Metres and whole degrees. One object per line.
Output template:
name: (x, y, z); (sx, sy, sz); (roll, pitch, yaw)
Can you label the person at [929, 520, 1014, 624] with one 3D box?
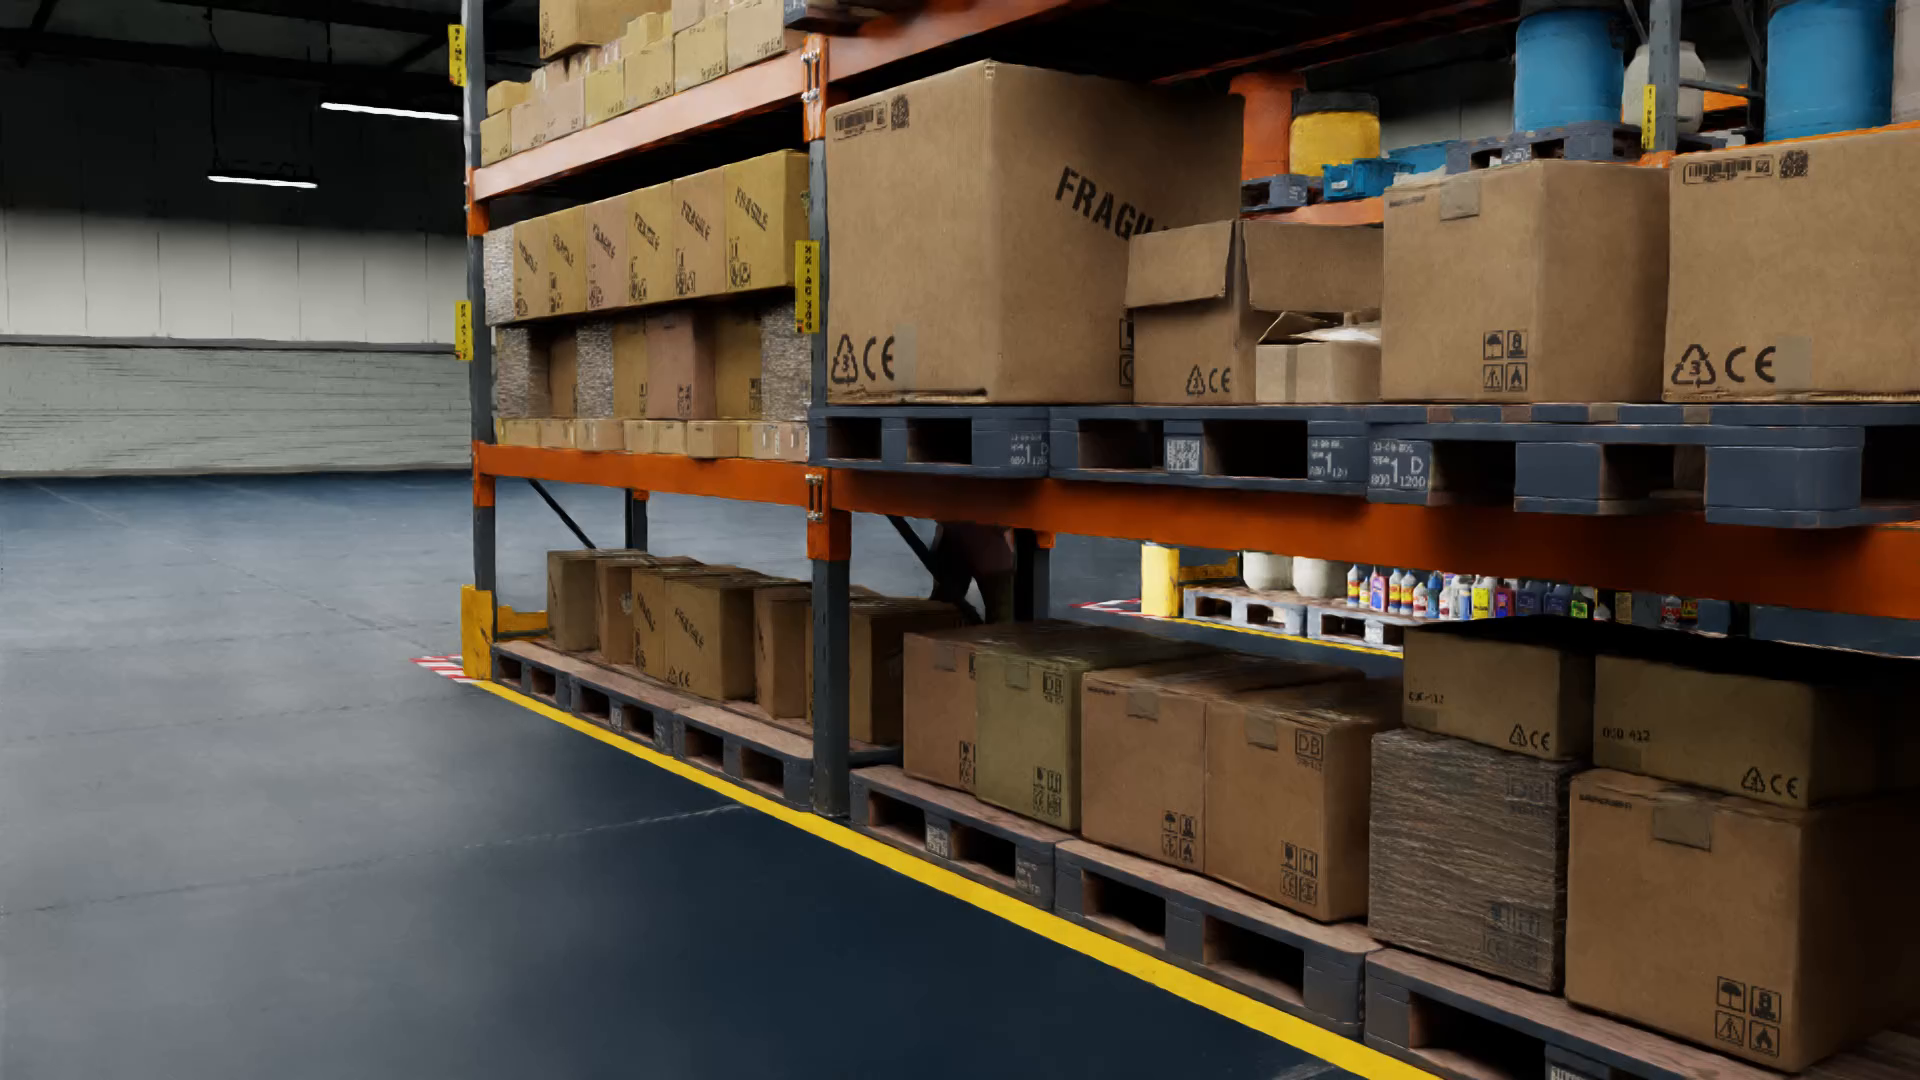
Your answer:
person: (0.062, -0.053, 8.431); (0.627, 1.787, 0.649); (-2, 5, -24)
